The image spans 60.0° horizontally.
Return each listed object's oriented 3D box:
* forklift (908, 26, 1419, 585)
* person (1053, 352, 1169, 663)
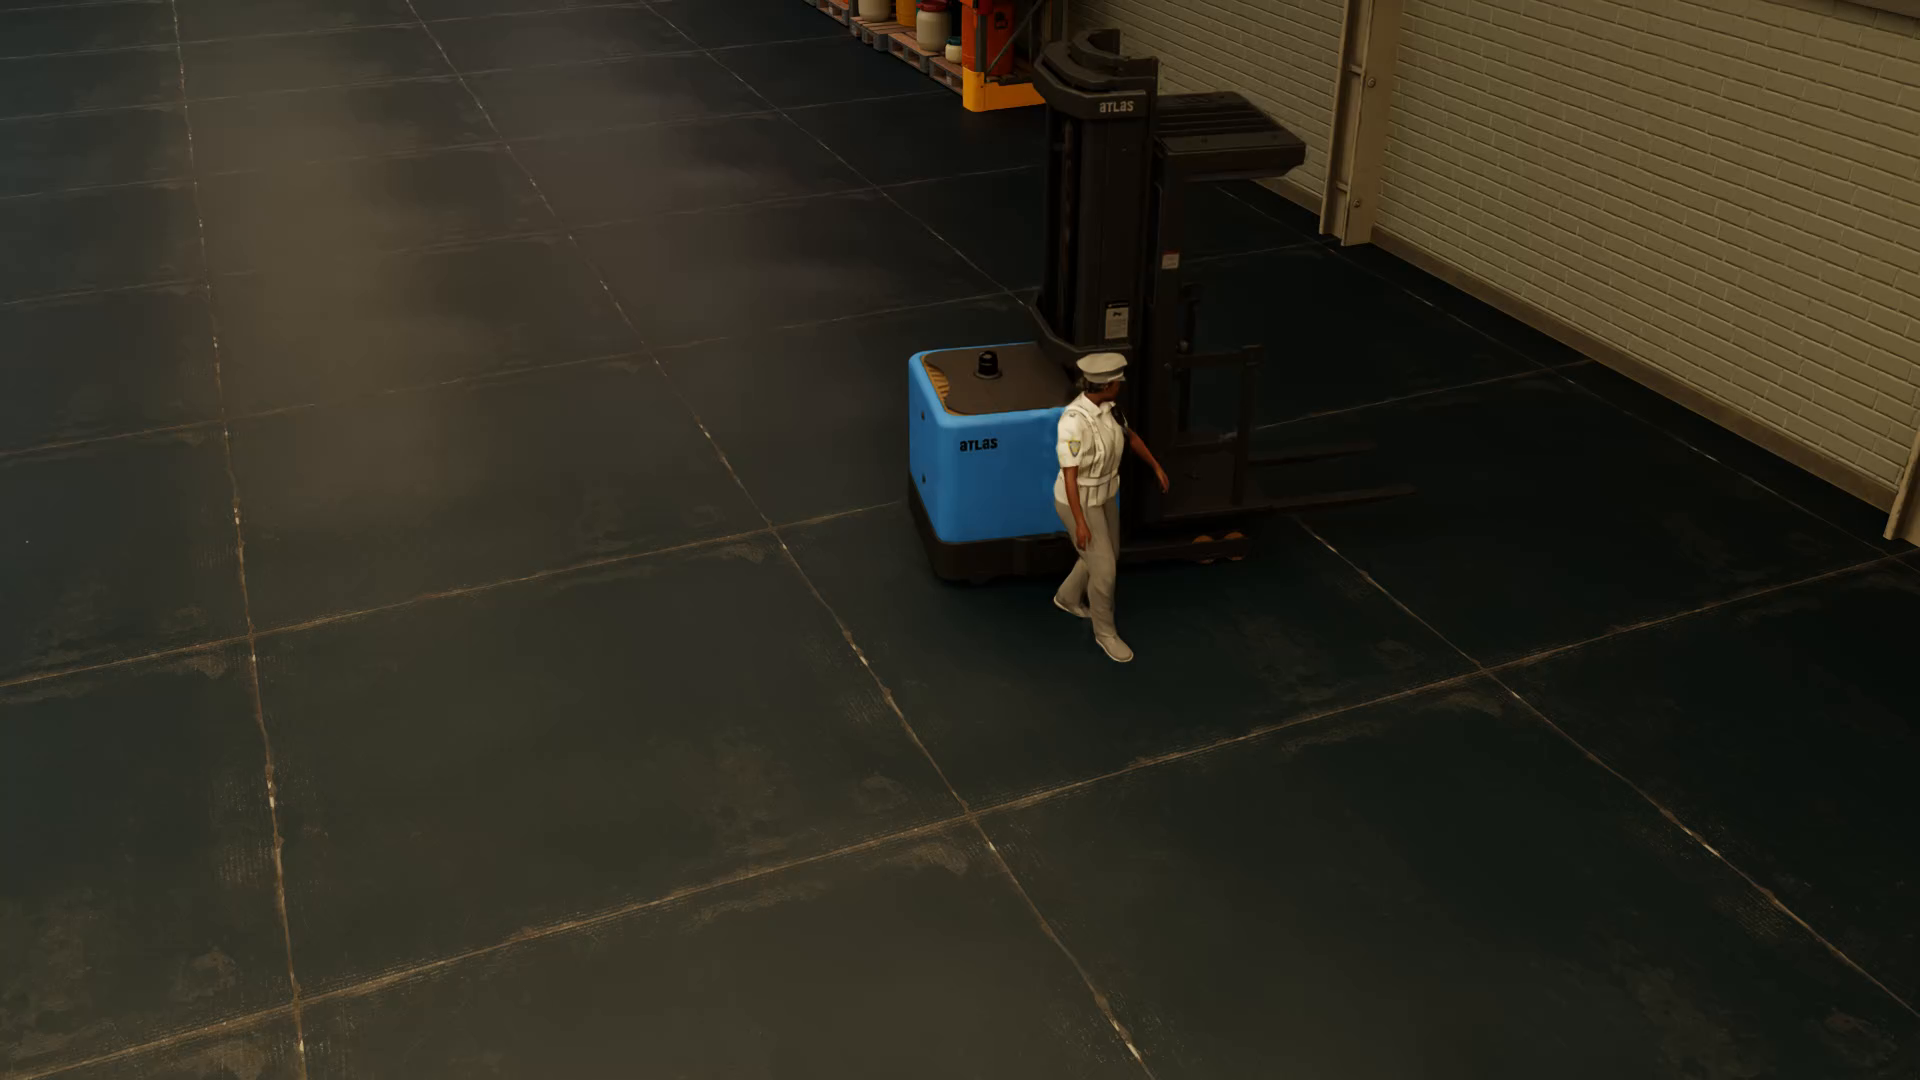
[{"bbox_3d":[1.252,-1.380,9.533,3.031,2.935,1.130,-6,30,-11],"label":"forklift"},{"bbox_3d":[0.778,-0.194,8.858,0.636,1.642,0.748,18,34,28],"label":"person"}]
